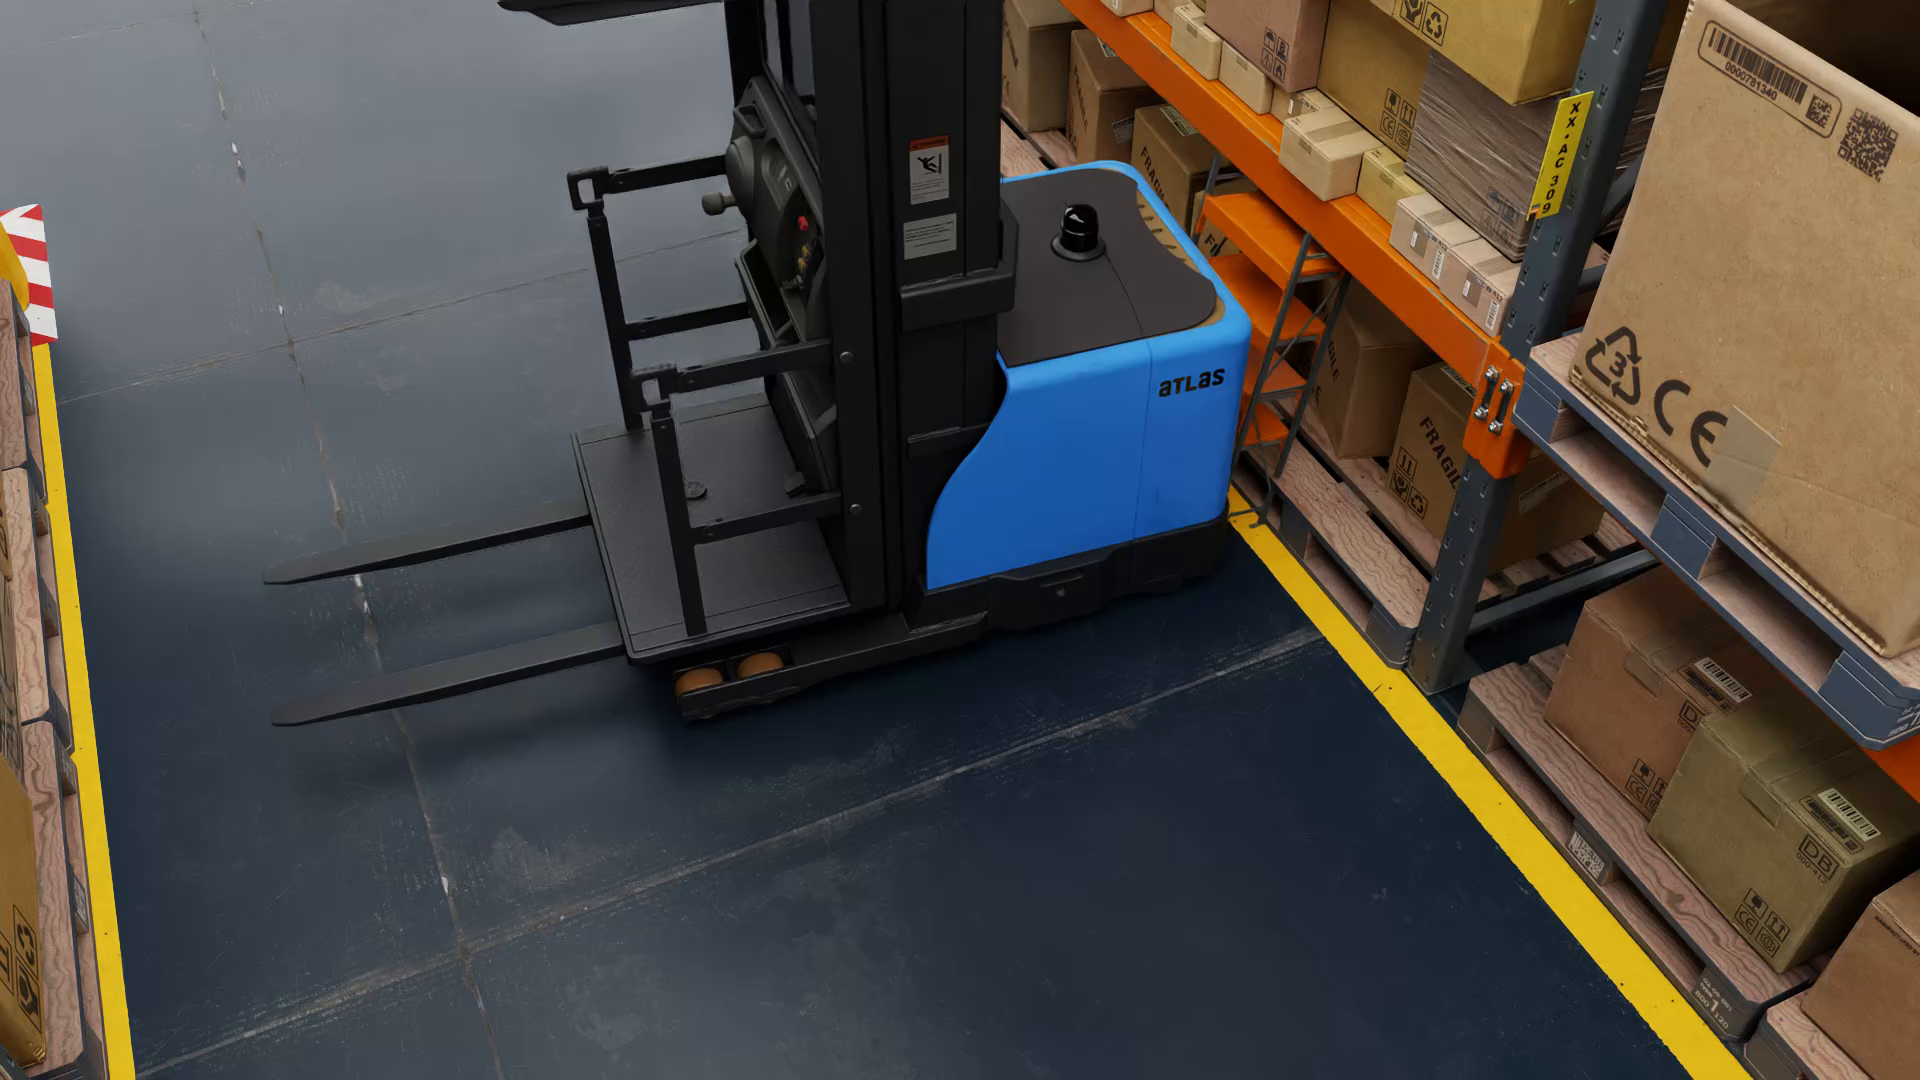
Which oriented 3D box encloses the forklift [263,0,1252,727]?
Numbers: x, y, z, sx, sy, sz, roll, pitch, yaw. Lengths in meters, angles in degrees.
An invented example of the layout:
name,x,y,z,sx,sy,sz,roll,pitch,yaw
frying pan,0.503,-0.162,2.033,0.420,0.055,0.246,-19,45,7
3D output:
name,x,y,z,sx,sy,sz,roll,pitch,yaw
forklift,-0.694,-0.905,4.580,3.031,2.935,1.130,-13,46,-13

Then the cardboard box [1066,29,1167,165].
name,x,y,z,sx,sy,sz,roll,pitch,yaw
cardboard box,0.748,-1.790,6.909,0.500,0.500,0.500,-7,45,-7

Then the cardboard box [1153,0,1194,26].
name,x,y,z,sx,sy,sz,roll,pitch,yaw
cardboard box,0.890,-1.858,5.676,0.380,0.149,0.250,-18,47,-17

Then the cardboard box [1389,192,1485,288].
name,x,y,z,sx,sy,sz,roll,pitch,yaw
cardboard box,1.446,-0.878,4.683,0.380,0.149,0.250,-18,47,-17

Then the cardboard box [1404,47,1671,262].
name,x,y,z,sx,sy,sz,roll,pitch,yaw
cardboard box,1.767,-1.202,4.549,0.875,0.500,0.500,-18,47,-17

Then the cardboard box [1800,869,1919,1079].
name,x,y,z,sx,sy,sz,roll,pitch,yaw
cardboard box,2.558,1.042,4.025,0.700,0.500,0.500,-22,49,-21

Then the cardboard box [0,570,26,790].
name,x,y,z,sx,sy,sz,roll,pitch,yaw
cardboard box,-3.226,0.257,4.567,0.875,0.875,0.875,-18,47,-17

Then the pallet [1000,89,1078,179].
name,x,y,z,sx,sy,sz,roll,pitch,yaw
pallet,0.560,-1.735,7.358,1.003,0.211,1.213,-18,47,-17

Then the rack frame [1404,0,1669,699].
name,x,y,z,sx,sy,sz,roll,pitch,yaw
rack frame,1.900,-0.755,4.380,1.000,3.000,0.127,-18,47,-17

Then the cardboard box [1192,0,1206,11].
name,x,y,z,sx,sy,sz,roll,pitch,yaw
cardboard box,1.114,-2.150,5.511,0.875,0.500,0.500,-18,47,-17

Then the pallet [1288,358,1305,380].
name,x,y,z,sx,sy,sz,roll,pitch,yaw
pallet,1.069,-0.959,6.571,1.003,0.211,1.213,-18,47,-17

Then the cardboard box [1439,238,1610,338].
name,x,y,z,sx,sy,sz,roll,pitch,yaw
cardboard box,1.543,-0.716,4.519,0.380,0.149,0.250,-18,47,-17

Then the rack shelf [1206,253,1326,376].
name,x,y,z,sx,sy,sz,roll,pitch,yaw
rack shelf,0.956,-0.752,5.430,0.258,0.148,0.480,-12,46,-26

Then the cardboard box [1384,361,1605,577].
name,x,y,z,sx,sy,sz,roll,pitch,yaw
cardboard box,1.768,-0.281,5.380,0.500,0.500,0.500,-19,48,-19

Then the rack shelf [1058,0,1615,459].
name,x,y,z,sx,sy,sz,roll,pitch,yaw
rack shelf,1.059,-1.774,5.924,1.077,0.370,4.000,-18,47,-17

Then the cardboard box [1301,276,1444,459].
name,x,y,z,sx,sy,sz,roll,pitch,yaw
cardboard box,1.520,-0.644,5.748,0.500,0.500,0.500,-5,45,-5

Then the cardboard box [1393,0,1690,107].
name,x,y,z,sx,sy,sz,roll,pitch,yaw
cardboard box,1.461,-1.458,4.097,0.500,0.500,0.500,-18,47,-17

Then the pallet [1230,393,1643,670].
name,x,y,z,sx,sy,sz,roll,pitch,yaw
pallet,1.586,-0.180,5.782,1.003,0.211,1.213,-18,47,-17

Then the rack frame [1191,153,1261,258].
name,x,y,z,sx,sy,sz,roll,pitch,yaw
rack frame,0.823,-0.789,5.685,0.240,1.200,0.015,-12,46,-26

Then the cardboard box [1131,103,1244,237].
name,x,y,z,sx,sy,sz,roll,pitch,yaw
cardboard box,0.994,-1.386,6.499,0.500,0.500,0.500,-14,46,-14

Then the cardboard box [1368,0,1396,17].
name,x,y,z,sx,sy,sz,roll,pitch,yaw
cardboard box,1.250,-1.776,4.420,0.500,0.500,0.500,-18,47,-17

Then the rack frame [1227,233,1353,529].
name,x,y,z,sx,sy,sz,roll,pitch,yaw
rack frame,1.042,-0.480,5.377,0.240,1.200,0.015,-12,46,-26

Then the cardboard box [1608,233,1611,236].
name,x,y,z,sx,sy,sz,roll,pitch,yaw
cardboard box,1.989,-1.055,4.862,0.380,0.149,0.250,-18,47,-17

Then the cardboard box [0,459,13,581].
name,x,y,z,sx,sy,sz,roll,pitch,yaw
cardboard box,-3.608,-0.324,5.157,0.875,0.875,0.875,-19,48,-18

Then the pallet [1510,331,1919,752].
name,x,y,z,sx,sy,sz,roll,pitch,yaw
pallet,2.089,-0.157,3.910,1.003,0.211,1.213,-18,47,-17

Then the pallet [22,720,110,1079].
name,x,y,z,sx,sy,sz,roll,pitch,yaw
pallet,-2.891,1.130,4.454,1.003,0.211,1.213,-18,47,-17

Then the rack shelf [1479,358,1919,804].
name,x,y,z,sx,sy,sz,roll,pitch,yaw
rack shelf,2.741,0.776,3.341,1.077,0.370,4.000,-18,47,-17

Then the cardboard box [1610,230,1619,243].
name,x,y,z,sx,sy,sz,roll,pitch,yaw
cardboard box,2.083,-0.891,4.697,0.380,0.149,0.250,-18,47,-17

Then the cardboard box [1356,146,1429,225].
name,x,y,z,sx,sy,sz,roll,pitch,yaw
cardboard box,1.396,-1.055,4.862,0.380,0.149,0.250,-18,47,-17

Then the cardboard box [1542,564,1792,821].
name,x,y,z,sx,sy,sz,roll,pitch,yaw
cardboard box,2.139,0.376,4.700,0.700,0.500,0.500,-22,49,-20

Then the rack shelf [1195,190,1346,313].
name,x,y,z,sx,sy,sz,roll,pitch,yaw
rack shelf,0.992,-0.929,5.277,0.258,0.148,0.480,-12,46,-26

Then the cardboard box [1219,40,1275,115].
name,x,y,z,sx,sy,sz,roll,pitch,yaw
cardboard box,1.062,-1.527,5.341,0.380,0.149,0.250,-18,47,-17

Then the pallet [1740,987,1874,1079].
name,x,y,z,sx,sy,sz,roll,pitch,yaw
pallet,2.746,1.512,4.068,1.003,0.211,1.213,-18,47,-17

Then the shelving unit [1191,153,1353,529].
name,x,y,z,sx,sy,sz,roll,pitch,yaw
shelving unit,0.933,-0.634,5.531,0.258,1.200,0.503,-12,46,-26

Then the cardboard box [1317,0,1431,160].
name,x,y,z,sx,sy,sz,roll,pitch,yaw
cardboard box,1.589,-1.531,4.883,0.875,0.500,0.500,-18,47,-17

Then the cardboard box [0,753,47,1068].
name,x,y,z,sx,sy,sz,roll,pitch,yaw
cardboard box,-2.844,0.831,3.986,0.875,0.875,0.875,-17,47,-17

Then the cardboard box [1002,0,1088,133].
name,x,y,z,sx,sy,sz,roll,pitch,yaw
cardboard box,0.466,-2.161,7.285,0.500,0.500,0.500,-10,45,-10

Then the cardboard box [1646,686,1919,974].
name,x,y,z,sx,sy,sz,roll,pitch,yaw
cardboard box,2.322,0.685,4.386,0.700,0.500,0.500,-18,47,-18

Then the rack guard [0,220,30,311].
name,x,y,z,sx,sy,sz,roll,pitch,yaw
rack guard,-4.335,-1.029,6.437,1.175,0.500,0.348,-18,47,-17

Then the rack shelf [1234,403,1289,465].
name,x,y,z,sx,sy,sz,roll,pitch,yaw
rack shelf,0.892,-0.435,5.703,0.258,0.148,0.480,-12,46,-26

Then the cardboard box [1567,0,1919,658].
name,x,y,z,sx,sy,sz,roll,pitch,yaw
cardboard box,2.107,-0.570,3.466,1.000,1.000,1.000,-18,47,-17

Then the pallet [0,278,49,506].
name,x,y,z,sx,sy,sz,roll,pitch,yaw
pallet,-3.917,-0.425,6.030,1.003,0.211,1.213,-18,47,-17

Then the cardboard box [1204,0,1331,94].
name,x,y,z,sx,sy,sz,roll,pitch,yaw
cardboard box,1.287,-1.819,5.175,0.875,0.500,0.500,-18,47,-17

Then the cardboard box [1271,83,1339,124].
name,x,y,z,sx,sy,sz,roll,pitch,yaw
cardboard box,1.204,-1.380,5.191,0.380,0.149,0.250,-18,47,-17

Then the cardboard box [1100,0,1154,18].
name,x,y,z,sx,sy,sz,roll,pitch,yaw
cardboard box,0.664,-1.978,5.798,0.380,0.149,0.250,-18,47,-17

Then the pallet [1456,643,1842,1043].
name,x,y,z,sx,sy,sz,roll,pitch,yaw
pallet,2.229,0.733,4.857,1.003,0.211,1.213,-18,47,-17

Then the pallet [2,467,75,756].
name,x,y,z,sx,sy,sz,roll,pitch,yaw
pallet,-3.408,0.352,5.243,1.003,0.211,1.213,-18,47,-17

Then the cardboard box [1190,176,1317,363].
name,x,y,z,sx,sy,sz,roll,pitch,yaw
cardboard box,1.188,-1.017,6.125,0.500,0.500,0.500,-22,49,-21

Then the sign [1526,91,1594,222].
name,x,y,z,sx,sy,sz,roll,pitch,yaw
sign,1.411,-0.898,3.908,0.100,0.325,0.005,-18,47,-17

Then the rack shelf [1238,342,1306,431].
name,x,y,z,sx,sy,sz,roll,pitch,yaw
rack shelf,0.922,-0.584,5.574,0.258,0.148,0.480,-12,46,-26

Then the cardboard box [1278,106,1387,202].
name,x,y,z,sx,sy,sz,roll,pitch,yaw
cardboard box,1.190,-1.181,4.991,0.380,0.149,0.250,-18,47,-17

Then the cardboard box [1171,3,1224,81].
name,x,y,z,sx,sy,sz,roll,pitch,yaw
cardboard box,0.926,-1.676,5.492,0.380,0.149,0.250,-18,47,-17
